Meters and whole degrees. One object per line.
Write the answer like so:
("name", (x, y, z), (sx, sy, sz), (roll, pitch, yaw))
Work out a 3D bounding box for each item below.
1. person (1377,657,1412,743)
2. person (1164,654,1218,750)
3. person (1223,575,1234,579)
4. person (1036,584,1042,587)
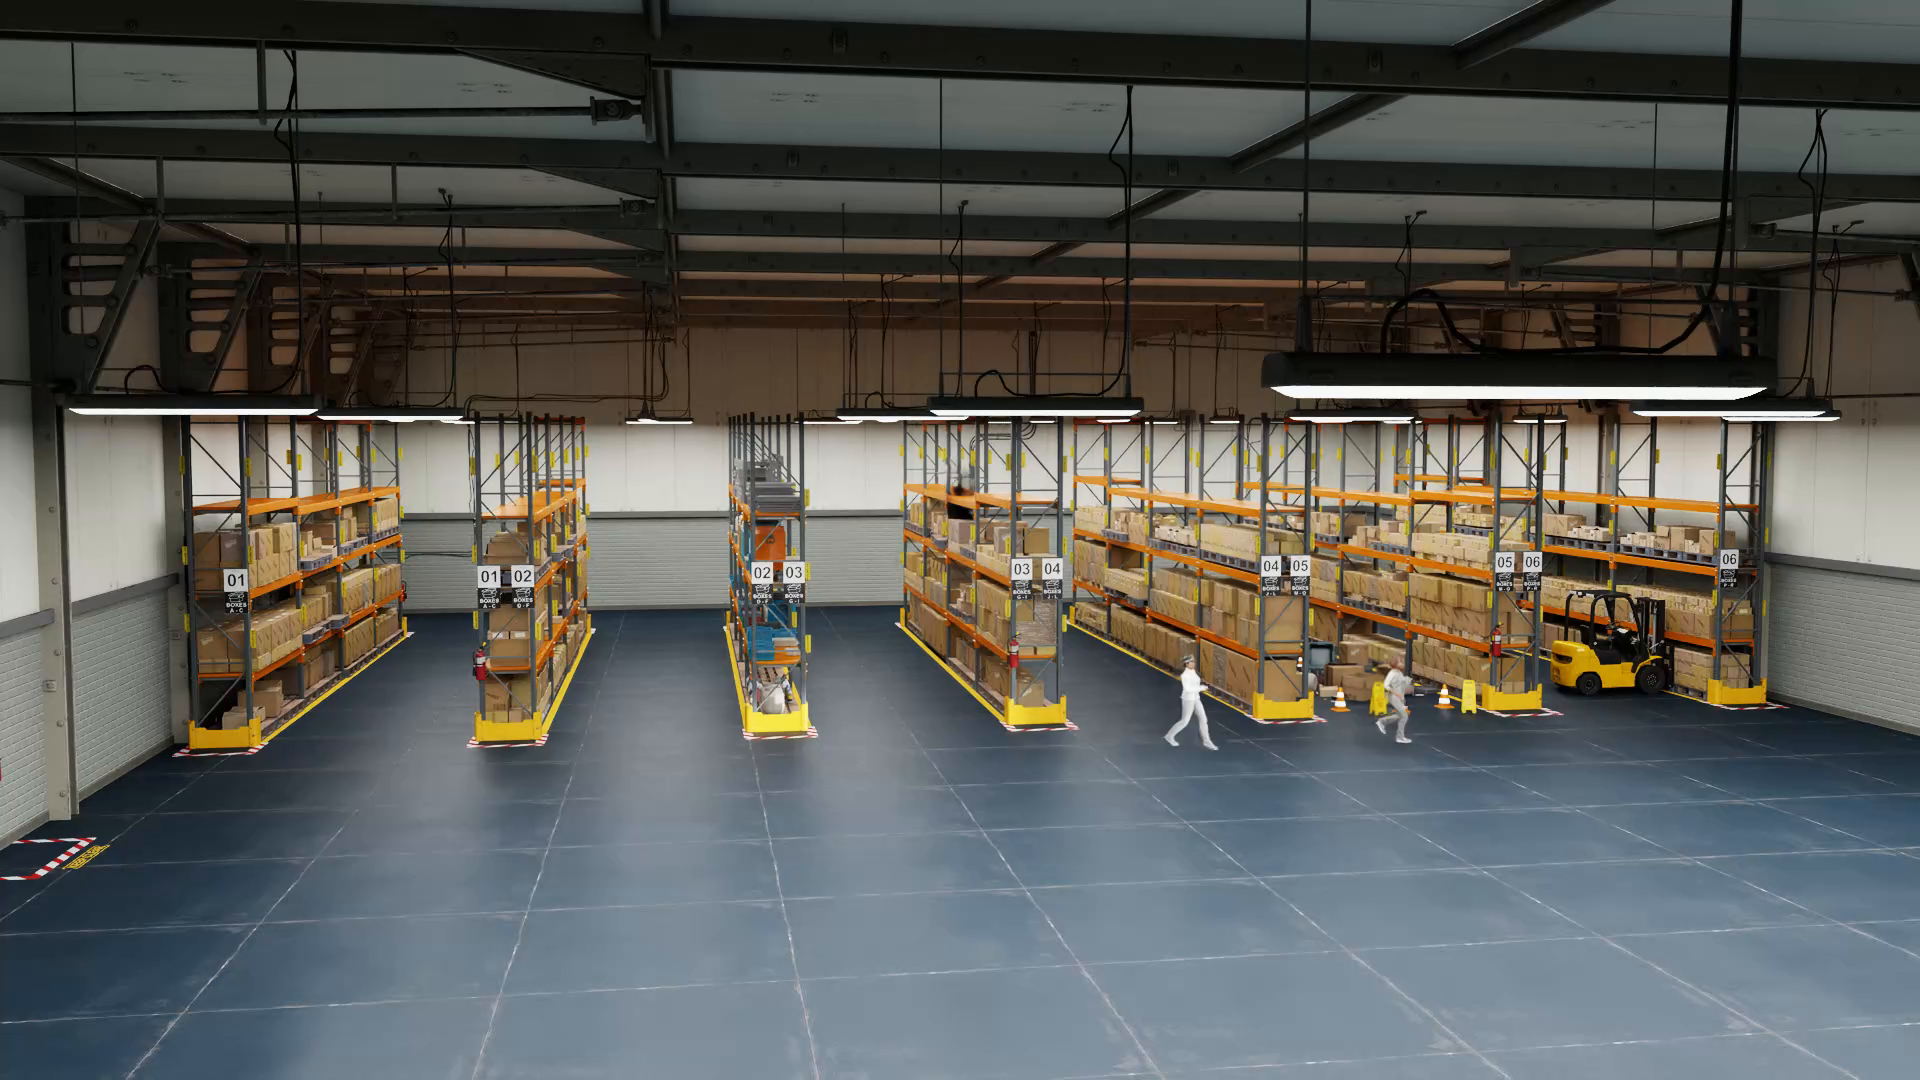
("person", (7.878, 2.891, 30.184), (0.672, 1.553, 0.542), (3, 5, 34))
("person", (4.131, 2.862, 29.525), (0.902, 1.695, 0.621), (2, 4, 28))
("person", (8.375, 1.421, 50.775), (0.797, 1.765, 0.779), (1, 4, 10))
("person", (2.295, 1.792, 46.541), (0.740, 1.538, 0.562), (-1, 4, -8))
